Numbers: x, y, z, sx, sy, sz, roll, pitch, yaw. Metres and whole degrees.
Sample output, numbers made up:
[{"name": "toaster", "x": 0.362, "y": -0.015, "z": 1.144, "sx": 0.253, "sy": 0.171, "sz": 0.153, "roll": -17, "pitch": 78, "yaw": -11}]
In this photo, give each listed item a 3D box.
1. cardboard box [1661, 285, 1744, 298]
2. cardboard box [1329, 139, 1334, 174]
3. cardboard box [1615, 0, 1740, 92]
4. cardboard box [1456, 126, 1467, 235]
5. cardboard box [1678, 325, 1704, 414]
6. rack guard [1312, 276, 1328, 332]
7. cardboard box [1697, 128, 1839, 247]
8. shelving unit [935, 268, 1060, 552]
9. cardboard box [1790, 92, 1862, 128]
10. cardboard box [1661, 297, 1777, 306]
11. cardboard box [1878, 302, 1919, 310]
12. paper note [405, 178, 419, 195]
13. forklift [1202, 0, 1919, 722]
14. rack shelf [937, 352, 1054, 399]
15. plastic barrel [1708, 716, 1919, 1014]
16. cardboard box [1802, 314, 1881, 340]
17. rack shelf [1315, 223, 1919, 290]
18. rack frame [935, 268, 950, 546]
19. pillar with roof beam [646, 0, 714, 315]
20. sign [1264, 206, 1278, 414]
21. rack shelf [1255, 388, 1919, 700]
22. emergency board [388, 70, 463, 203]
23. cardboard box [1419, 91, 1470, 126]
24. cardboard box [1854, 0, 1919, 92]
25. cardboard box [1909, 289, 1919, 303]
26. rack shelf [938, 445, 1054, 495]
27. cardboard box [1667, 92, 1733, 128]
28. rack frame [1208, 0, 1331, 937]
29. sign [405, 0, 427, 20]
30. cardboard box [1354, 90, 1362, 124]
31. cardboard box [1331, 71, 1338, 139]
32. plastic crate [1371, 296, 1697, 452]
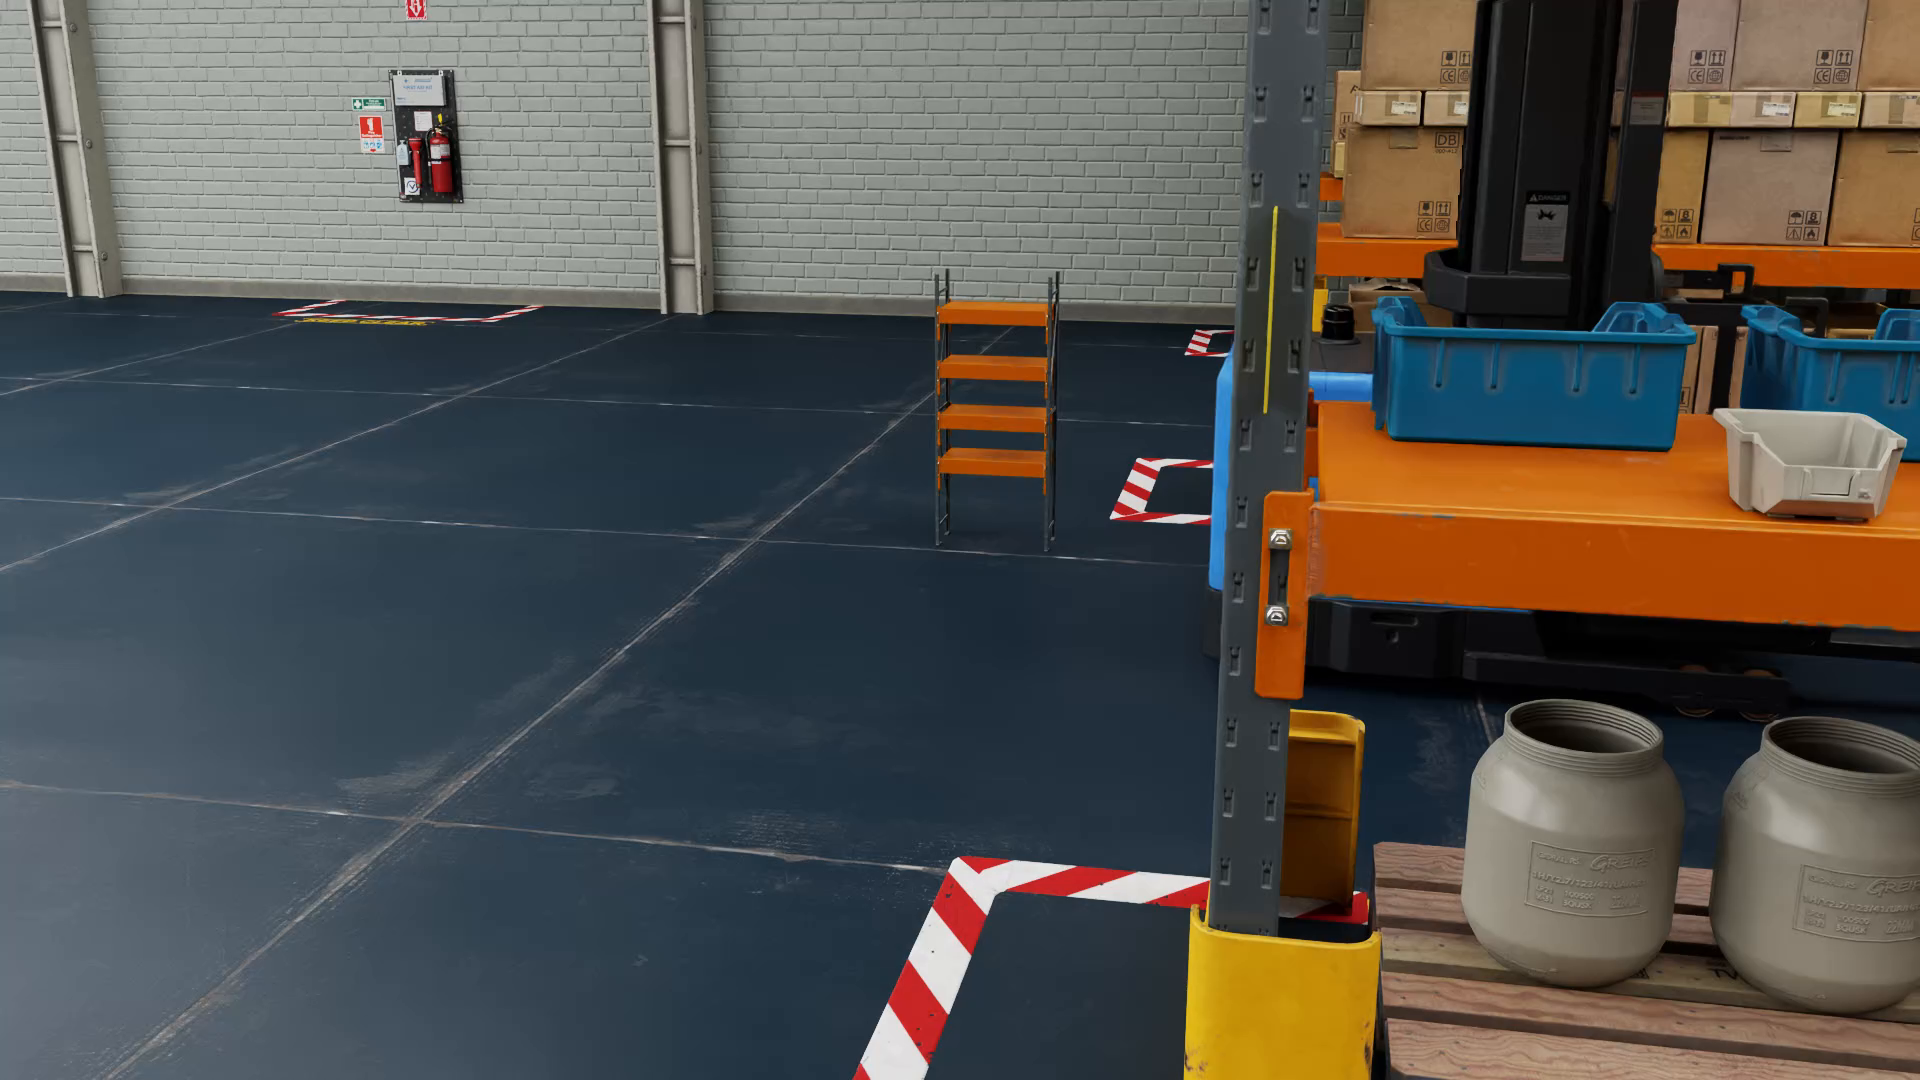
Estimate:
[{"name": "cardboard box", "x": 5.488, "y": -1.815, "z": 12.282, "sx": 0.500, "sy": 0.500, "sz": 0.500, "roll": 2, "pitch": 16, "yaw": 7}, {"name": "cardboard box", "x": 3.090, "y": -2.938, "z": 12.724, "sx": 0.500, "sy": 0.250, "sz": 0.500, "roll": 3, "pitch": 16, "yaw": 12}, {"name": "cardboard box", "x": 3.127, "y": -2.268, "z": 7.444, "sx": 0.500, "sy": 0.500, "sz": 0.700, "roll": 3, "pitch": 16, "yaw": 11}, {"name": "cardboard box", "x": 2.580, "y": -1.672, "z": 7.723, "sx": 0.500, "sy": 0.500, "sz": 0.700, "roll": 4, "pitch": 16, "yaw": 13}, {"name": "cardboard box", "x": 3.074, "y": -0.782, "z": 7.654, "sx": 0.500, "sy": 0.500, "sz": 0.500, "roll": 3, "pitch": 16, "yaw": 11}, {"name": "rack guard", "x": 2.667, "y": -1.766, "z": 12.933, "sx": 0.348, "sy": 0.500, "sz": 1.175, "roll": 3, "pitch": 16, "yaw": 11}, {"name": "cardboard box", "x": 3.582, "y": -1.617, "z": 7.525, "sx": 0.500, "sy": 0.500, "sz": 0.700, "roll": 4, "pitch": 16, "yaw": 13}, {"name": "shelving unit", "x": 0.162, "y": -0.569, "z": 7.300, "sx": 0.503, "sy": 1.200, "sz": 0.258, "roll": 3, "pitch": 16, "yaw": 11}, {"name": "cardboard box", "x": 3.715, "y": -1.867, "z": 7.210, "sx": 0.250, "sy": 0.149, "sz": 0.380, "roll": 4, "pitch": 16, "yaw": 13}, {"name": "cardboard box", "x": 3.667, "y": -0.891, "z": 8.048, "sx": 0.500, "sy": 0.500, "sz": 0.500, "roll": 3, "pitch": 16, "yaw": 11}, {"name": "cardboard box", "x": 4.646, "y": -0.836, "z": 7.851, "sx": 0.500, "sy": 0.500, "sz": 0.500, "roll": 3, "pitch": 16, "yaw": 11}, {"name": "paper note", "x": -5.002, "y": -3.228, "z": 15.176, "sx": 0.142, "sy": 0.148, "sz": 0.016, "roll": 3, "pitch": 16, "yaw": 11}, {"name": "forklift", "x": 2.421, "y": -0.980, "z": 5.540, "sx": 3.031, "sy": 2.935, "sz": 1.130, "roll": 3, "pitch": 16, "yaw": 12}, {"name": "rack shelf", "x": 0.162, "y": -0.720, "z": 7.258, "sx": 0.480, "sy": 0.148, "sz": 0.258, "roll": 3, "pitch": 16, "yaw": 11}, {"name": "plastic barrel", "x": 1.770, "y": 0.655, "z": 3.383, "sx": 0.421, "sy": 0.512, "sz": 0.421, "roll": 0, "pitch": 15, "yaw": 0}, {"name": "cardboard box", "x": 4.053, "y": -0.728, "z": 7.460, "sx": 0.500, "sy": 0.500, "sz": 0.500, "roll": 3, "pitch": 16, "yaw": 11}, {"name": "rack shelf", "x": 3.569, "y": -1.226, "z": 7.647, "sx": 4.000, "sy": 0.370, "sz": 1.077, "roll": 3, "pitch": 16, "yaw": 11}, {"name": "rack frame", "x": -0.077, "y": -0.582, "z": 7.347, "sx": 0.015, "sy": 1.200, "sz": 0.240, "roll": 3, "pitch": 16, "yaw": 11}, {"name": "pillar with roof beam", "x": -3.286, "y": -5.248, "z": 9.582, "sx": 0.400, "sy": 9.000, "sz": 9.100, "roll": 3, "pitch": 16, "yaw": 11}, {"name": "sign", "x": 0.505, "y": -0.373, "z": 2.702, "sx": 0.005, "sy": 0.325, "sz": 0.100, "roll": 3, "pitch": 16, "yaw": 11}, {"name": "rack shelf", "x": 2.579, "y": 0.070, "z": 2.969, "sx": 4.000, "sy": 0.370, "sz": 1.077, "roll": 3, "pitch": 16, "yaw": 11}, {"name": "emergency board", "x": -4.842, "y": -3.625, "z": 14.959, "sx": 0.643, "sy": 1.169, "sz": 0.194, "roll": 3, "pitch": 16, "yaw": 11}, {"name": "cardboard box", "x": 2.210, "y": -1.949, "z": 7.508, "sx": 0.250, "sy": 0.149, "sz": 0.380, "roll": 3, "pitch": 16, "yaw": 10}, {"name": "cardboard box", "x": 4.107, "y": -2.215, "z": 7.252, "sx": 0.500, "sy": 0.500, "sz": 0.700, "roll": 3, "pitch": 16, "yaw": 11}, {"name": "cardboard box", "x": 7.237, "y": -1.735, "z": 11.995, "sx": 0.500, "sy": 0.500, "sz": 0.700, "roll": 4, "pitch": 16, "yaw": 13}, {"name": "rack shelf", "x": 0.162, "y": -0.313, "z": 7.371, "sx": 0.480, "sy": 0.148, "sz": 0.258, "roll": 3, "pitch": 16, "yaw": 11}, {"name": "cardboard box", "x": 3.214, "y": -1.895, "z": 7.311, "sx": 0.250, "sy": 0.149, "sz": 0.380, "roll": 3, "pitch": 16, "yaw": 10}, {"name": "rack frame", "x": 0.619, "y": -0.384, "z": 3.258, "sx": 0.127, "sy": 3.000, "sz": 1.000, "roll": 3, "pitch": 16, "yaw": 11}, {"name": "sign", "x": -4.830, "y": -4.768, "z": 14.745, "sx": 0.199, "sy": 0.298, "sz": 0.001, "roll": 3, "pitch": 16, "yaw": 11}, {"name": "cardboard box", "x": 2.022, "y": -2.069, "z": 7.941, "sx": 0.250, "sy": 0.149, "sz": 0.380, "roll": 3, "pitch": 16, "yaw": 10}, {"name": "cardboard box", "x": 3.097, "y": -3.304, "z": 12.641, "sx": 0.500, "sy": 0.500, "sz": 0.500, "roll": 3, "pitch": 16, "yaw": 10}, {"name": "plastic crate", "x": 1.169, "y": -0.364, "z": 3.464, "sx": 0.616, "sy": 0.251, "sz": 0.499, "roll": 3, "pitch": 16, "yaw": 11}]
